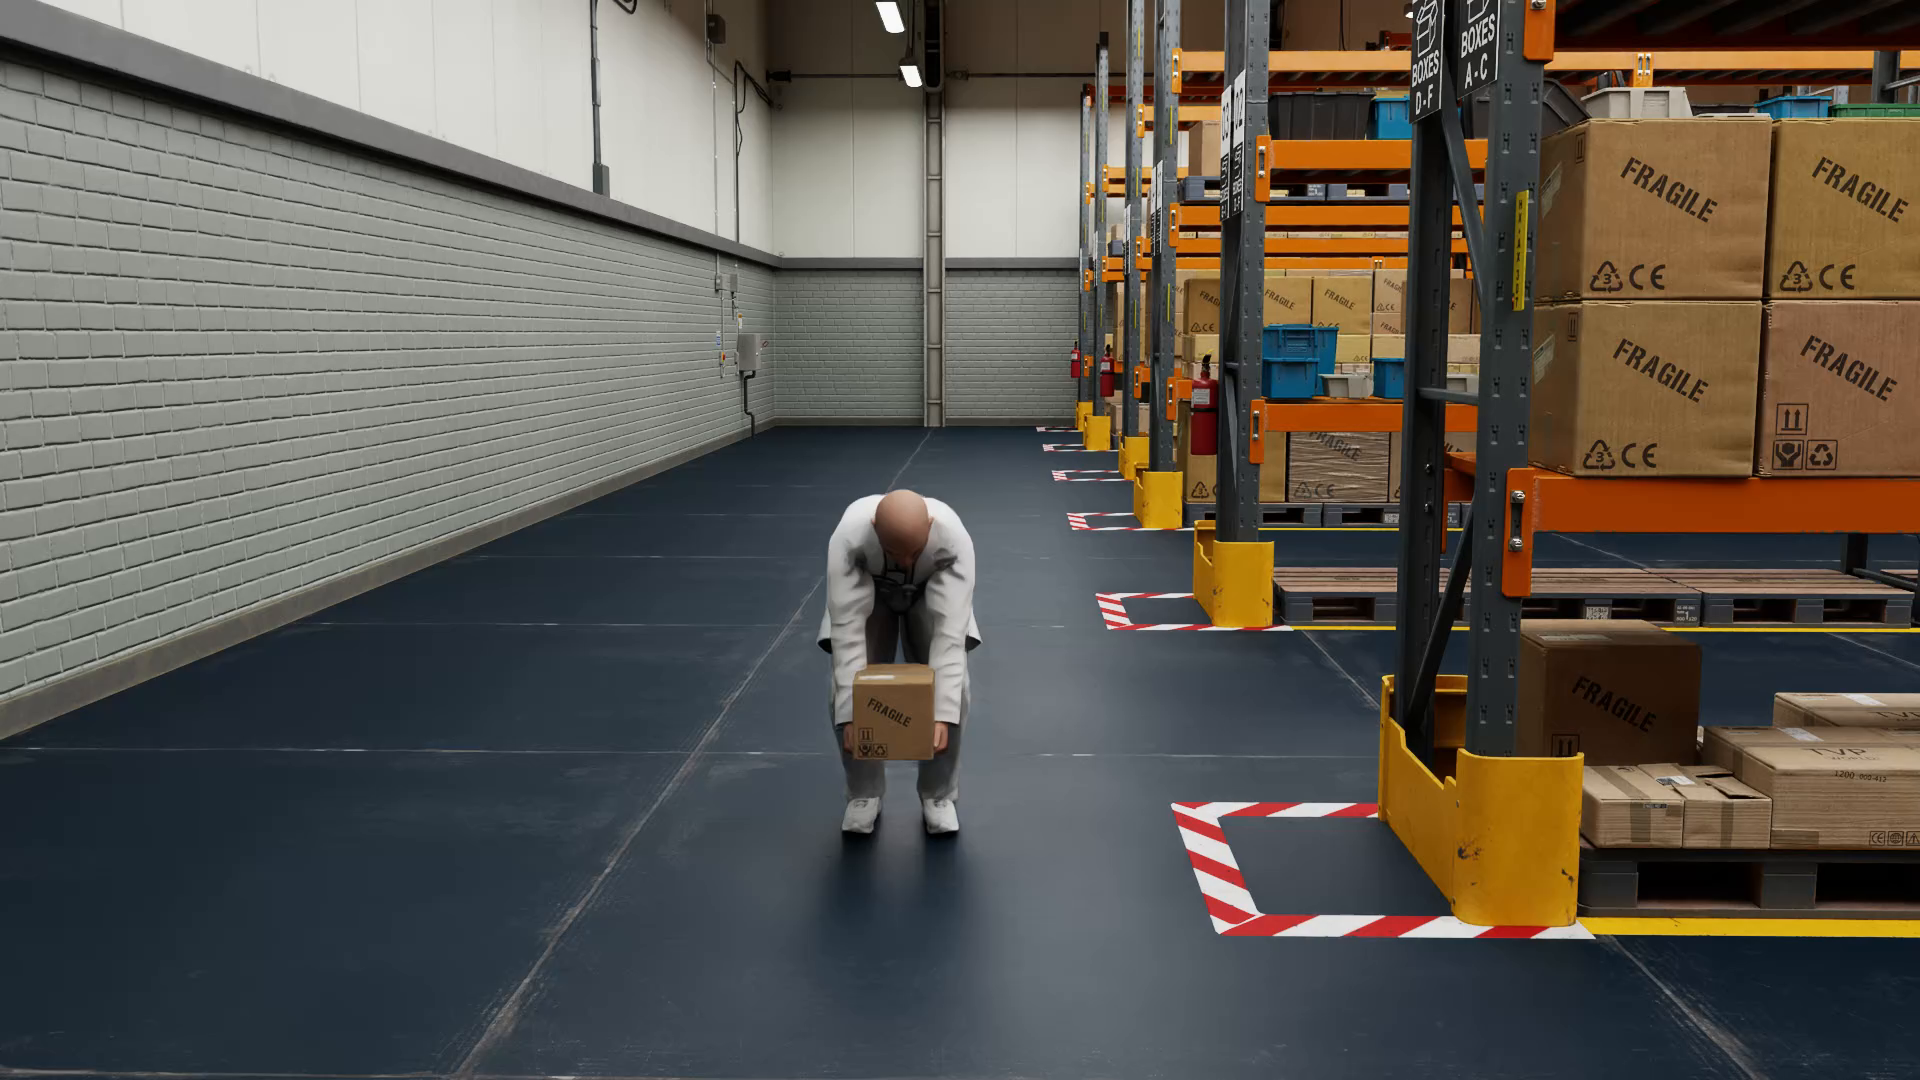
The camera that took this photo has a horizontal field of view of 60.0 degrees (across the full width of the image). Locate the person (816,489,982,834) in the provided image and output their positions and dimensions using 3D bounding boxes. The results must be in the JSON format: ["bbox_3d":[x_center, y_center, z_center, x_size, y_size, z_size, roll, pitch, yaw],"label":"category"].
[{"bbox_3d":[-0.207,0.409,5.574,0.576,1.231,0.923,0,7,-1],"label":"person"}]
